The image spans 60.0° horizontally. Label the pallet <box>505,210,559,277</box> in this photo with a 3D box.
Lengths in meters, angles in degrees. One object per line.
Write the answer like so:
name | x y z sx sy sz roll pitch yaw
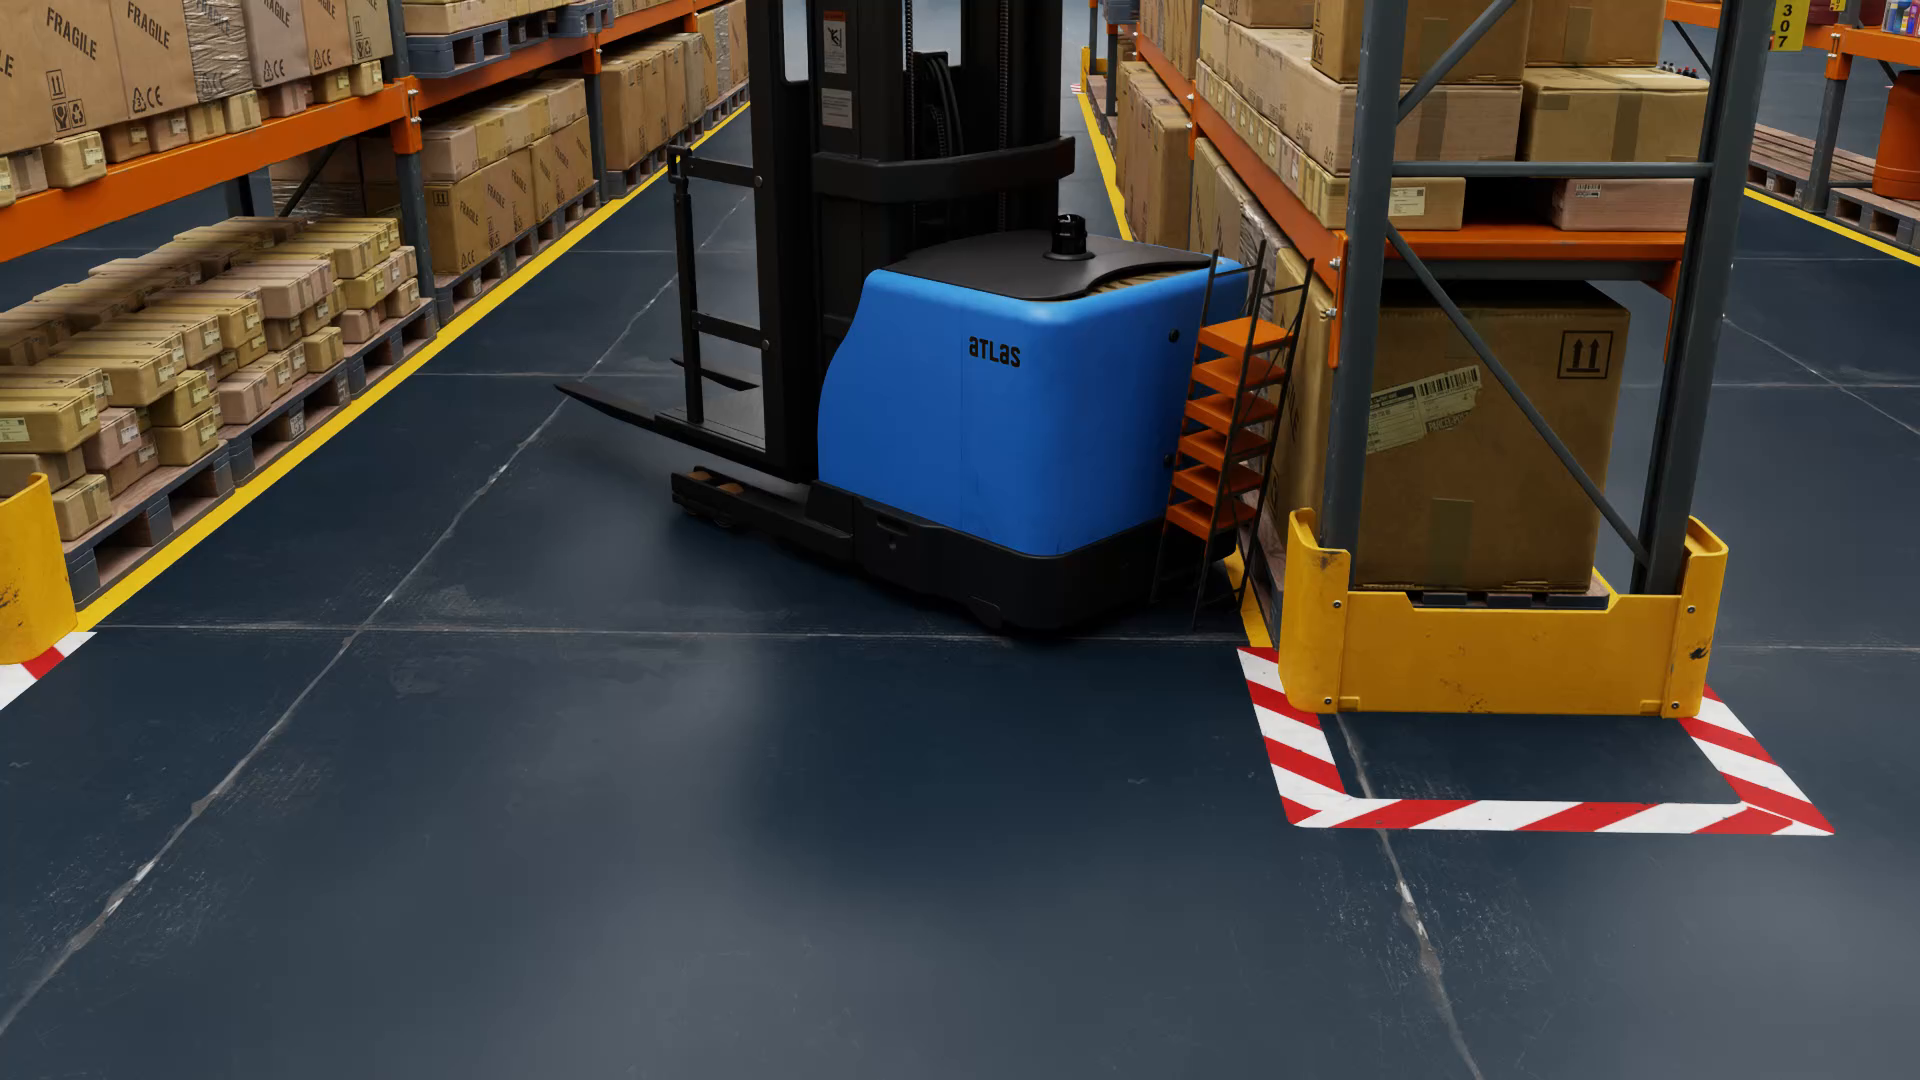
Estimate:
pallet | -3.235 -1.929 10.709 1.003 0.211 1.213 1 21 2

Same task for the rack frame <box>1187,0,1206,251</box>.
rack frame | 1.663 -2.414 8.105 1.000 3.000 0.127 1 21 2

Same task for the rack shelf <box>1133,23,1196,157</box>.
rack shelf | 1.724 -2.802 10.098 1.077 0.370 4.000 1 21 2

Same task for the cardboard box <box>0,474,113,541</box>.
cardboard box | -3.077 -0.112 5.531 0.380 0.149 0.250 1 21 3

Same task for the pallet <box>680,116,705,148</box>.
pallet | -2.996 -3.818 15.577 1.003 0.211 1.213 1 21 2

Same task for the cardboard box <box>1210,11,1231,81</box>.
cardboard box | 1.367 -2.136 7.184 0.500 0.250 0.500 1 21 1

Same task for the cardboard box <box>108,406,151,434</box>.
cardboard box | -3.157 -0.439 5.963 0.380 0.149 0.250 1 21 2

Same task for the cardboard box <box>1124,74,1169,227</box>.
cardboard box | 1.708 -2.494 10.667 1.225 0.875 0.875 1 21 2

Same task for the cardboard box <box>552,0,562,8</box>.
cardboard box | -2.760 -3.477 10.610 0.380 0.149 0.250 0 21 -1

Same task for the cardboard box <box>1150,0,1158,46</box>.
cardboard box | 1.472 -3.363 10.411 0.500 0.500 0.500 0 21 1

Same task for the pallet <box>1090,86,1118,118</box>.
pallet | 1.926 -4.692 17.830 1.003 0.211 1.213 1 21 2

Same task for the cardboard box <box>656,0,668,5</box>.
cardboard box | -2.828 -4.888 14.340 0.500 0.500 0.500 1 21 2

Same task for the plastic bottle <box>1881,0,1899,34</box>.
plastic bottle | 6.399 -3.595 11.320 0.152 0.276 0.135 1 21 2

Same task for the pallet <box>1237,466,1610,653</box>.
pallet | 1.487 0.042 5.629 1.003 0.211 1.213 1 21 2

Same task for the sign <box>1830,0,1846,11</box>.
sign | 6.185 -3.886 11.671 0.100 0.325 0.005 1 21 2

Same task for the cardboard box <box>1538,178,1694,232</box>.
cardboard box | 1.882 -0.976 4.744 0.380 0.149 0.250 1 21 2

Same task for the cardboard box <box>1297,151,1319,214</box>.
cardboard box | 1.229 -1.077 5.006 0.380 0.149 0.250 1 21 2

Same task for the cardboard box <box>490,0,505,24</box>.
cardboard box | -2.797 -3.003 9.388 0.380 0.149 0.250 1 21 2

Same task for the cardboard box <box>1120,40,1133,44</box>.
cardboard box | 1.970 -5.115 17.941 0.500 0.500 0.500 3 21 7

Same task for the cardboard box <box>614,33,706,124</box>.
cardboard box | -2.977 -4.319 15.544 1.050 0.750 0.750 1 21 1

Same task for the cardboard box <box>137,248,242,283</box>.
cardboard box | -3.520 -1.242 7.621 0.380 0.149 0.250 0 21 0

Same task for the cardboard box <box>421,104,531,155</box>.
cardboard box | -2.971 -2.527 10.232 0.500 0.250 0.500 1 21 4

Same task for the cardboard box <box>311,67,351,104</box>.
cardboard box | -3.033 -2.092 7.621 0.380 0.149 0.250 1 21 4

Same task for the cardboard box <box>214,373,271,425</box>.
cardboard box | -3.026 -0.571 6.714 0.380 0.149 0.250 0 21 -1

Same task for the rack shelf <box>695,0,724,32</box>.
rack shelf | -2.987 -5.786 17.788 1.077 0.370 4.000 1 21 2

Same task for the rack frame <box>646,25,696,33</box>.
rack frame | -3.048 -5.398 15.794 1.000 3.000 0.127 1 21 2

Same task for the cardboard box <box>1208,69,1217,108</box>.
cardboard box | 1.306 -2.004 7.393 0.380 0.149 0.250 1 21 3

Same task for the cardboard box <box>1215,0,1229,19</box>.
cardboard box | 1.370 -2.484 7.044 0.500 0.500 0.500 1 21 2

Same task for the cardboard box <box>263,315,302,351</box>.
cardboard box | -3.092 -0.920 7.202 0.380 0.149 0.250 0 21 -1

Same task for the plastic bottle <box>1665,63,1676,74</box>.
plastic bottle | 7.315 -4.732 17.131 0.144 0.351 0.185 0 21 1

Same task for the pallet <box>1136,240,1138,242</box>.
pallet | 1.645 -1.836 10.470 1.003 0.211 1.213 1 21 2

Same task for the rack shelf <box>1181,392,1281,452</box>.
rack shelf | 0.836 -0.376 5.109 0.258 0.103 0.180 -18 36 -38

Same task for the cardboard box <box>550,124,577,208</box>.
cardboard box | -2.948 -2.554 11.339 0.500 0.500 0.500 1 21 4

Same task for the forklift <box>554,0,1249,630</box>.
forklift | -0.441 -1.527 5.912 1.130 2.935 3.031 -20 29 -41

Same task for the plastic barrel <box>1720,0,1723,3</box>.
plastic barrel | 6.663 -4.711 14.215 0.301 0.262 0.301 0 21 0

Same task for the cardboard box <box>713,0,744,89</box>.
cardboard box | -2.906 -5.485 18.376 0.875 0.875 0.875 0 21 1

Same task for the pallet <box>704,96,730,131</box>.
pallet | -2.947 -4.372 17.005 1.003 0.211 1.213 1 21 2

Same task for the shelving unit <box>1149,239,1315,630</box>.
shelving unit | 0.829 -0.309 5.145 0.258 1.200 0.189 -18 36 -38

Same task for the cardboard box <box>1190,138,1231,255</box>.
cardboard box | 1.563 -1.382 7.800 0.875 0.875 0.875 1 21 2

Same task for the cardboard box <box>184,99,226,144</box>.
cardboard box | -3.079 -1.620 6.405 0.380 0.149 0.250 1 21 4

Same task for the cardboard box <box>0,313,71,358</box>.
cardboard box | -3.681 -0.773 6.413 0.380 0.149 0.250 1 21 4

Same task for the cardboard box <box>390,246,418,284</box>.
cardboard box | -2.983 -1.393 8.423 0.380 0.149 0.250 1 21 3

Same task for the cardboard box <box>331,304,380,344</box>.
cardboard box | -2.998 -1.037 7.916 0.380 0.149 0.250 0 21 0

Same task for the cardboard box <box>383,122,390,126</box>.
cardboard box | -3.493 -2.343 9.760 0.500 0.250 0.500 2 21 4

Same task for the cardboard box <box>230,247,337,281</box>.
cardboard box | -3.097 -1.242 7.622 0.380 0.149 0.250 1 21 3

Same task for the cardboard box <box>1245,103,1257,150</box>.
cardboard box | 1.270 -1.536 6.188 0.380 0.149 0.250 1 21 3

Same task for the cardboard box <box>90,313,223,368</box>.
cardboard box | -3.091 -0.770 6.406 0.380 0.149 0.250 1 21 4

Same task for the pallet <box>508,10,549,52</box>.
pallet | -3.189 -3.146 10.256 1.003 0.211 1.213 1 21 2

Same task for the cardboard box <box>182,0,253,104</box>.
cardboard box | -3.096 -1.959 6.381 0.500 0.500 0.500 0 21 0

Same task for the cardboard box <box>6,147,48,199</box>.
cardboard box | -3.109 -1.148 5.188 0.380 0.149 0.250 1 21 4

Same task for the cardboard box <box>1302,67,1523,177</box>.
cardboard box | 1.291 -1.215 4.810 0.500 0.250 0.500 0 21 1
